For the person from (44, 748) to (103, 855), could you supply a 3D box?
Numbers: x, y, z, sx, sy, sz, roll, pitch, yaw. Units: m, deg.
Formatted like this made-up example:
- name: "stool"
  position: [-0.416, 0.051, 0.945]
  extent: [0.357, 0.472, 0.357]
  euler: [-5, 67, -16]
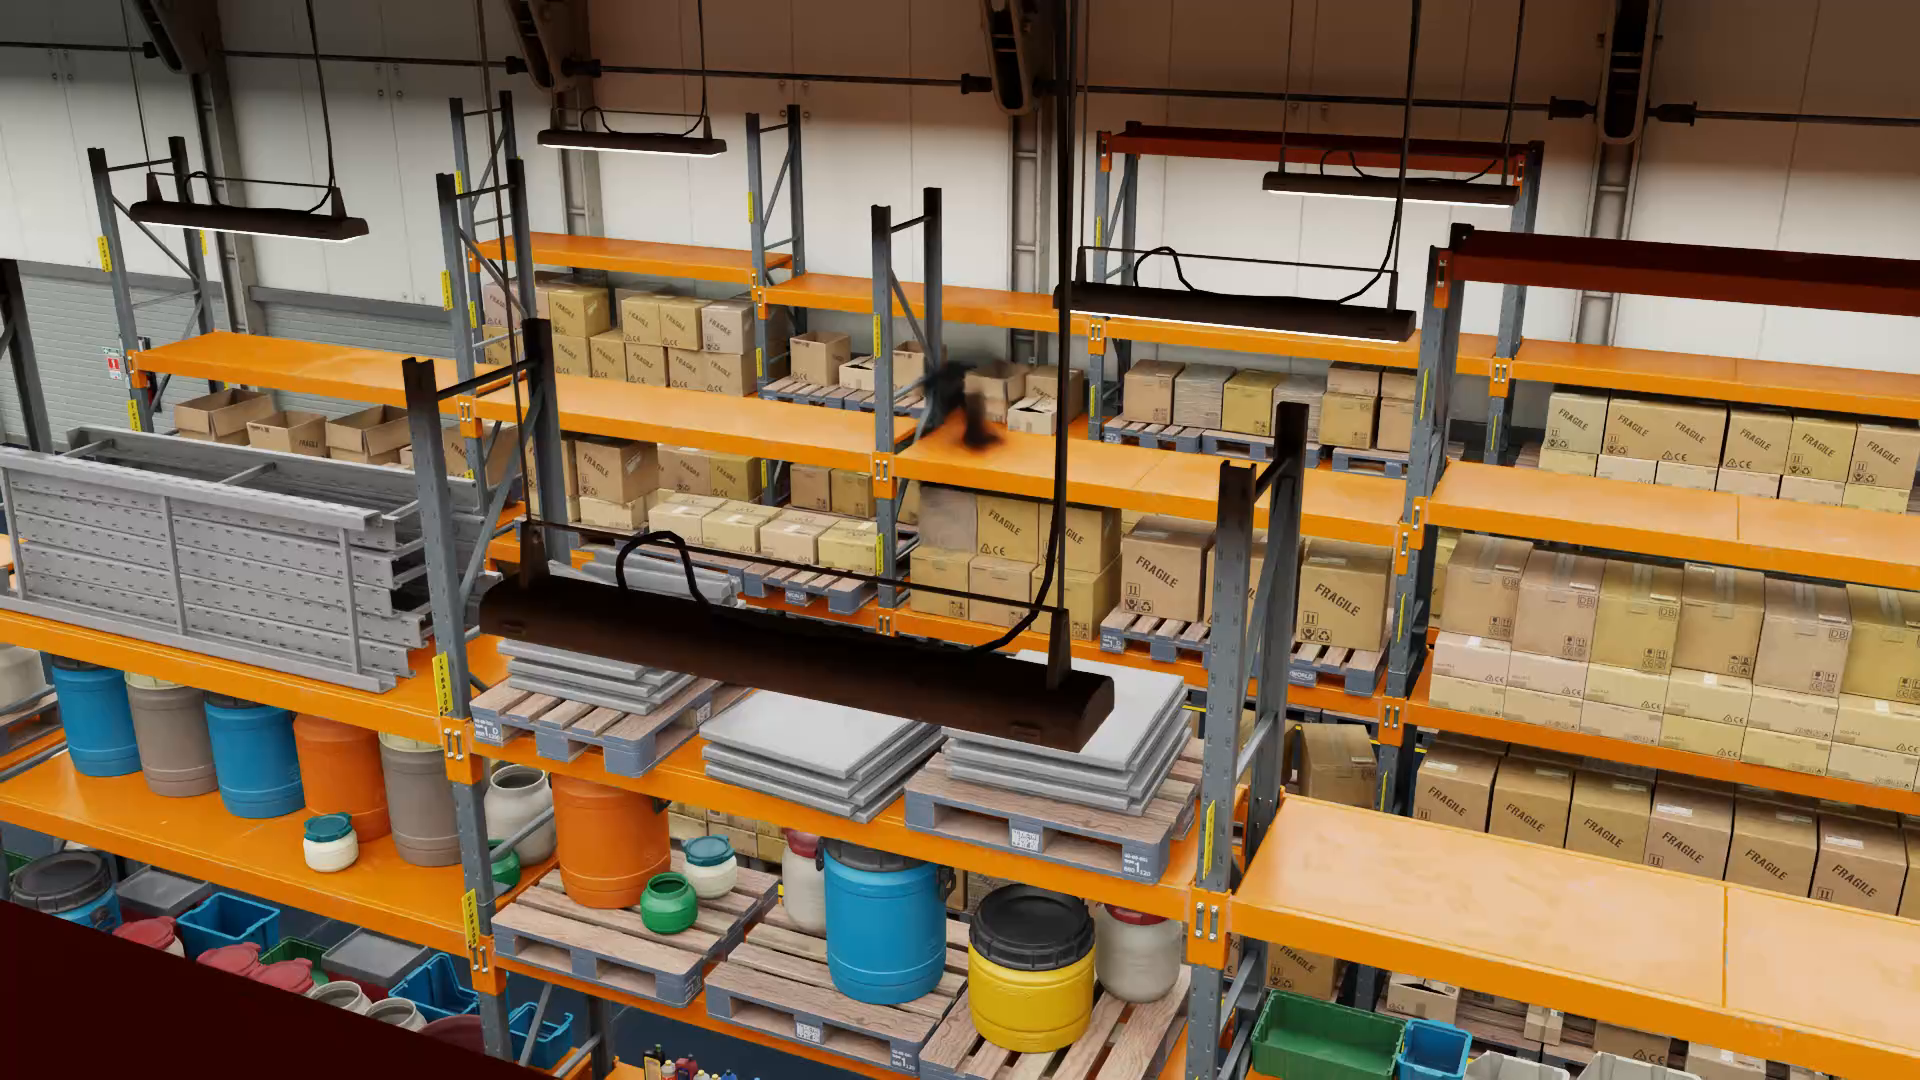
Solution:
- name: "person"
  position: [-7.173, 2.456, 13.627]
  extent: [0.929, 1.750, 0.666]
  euler: [8, 22, 21]
